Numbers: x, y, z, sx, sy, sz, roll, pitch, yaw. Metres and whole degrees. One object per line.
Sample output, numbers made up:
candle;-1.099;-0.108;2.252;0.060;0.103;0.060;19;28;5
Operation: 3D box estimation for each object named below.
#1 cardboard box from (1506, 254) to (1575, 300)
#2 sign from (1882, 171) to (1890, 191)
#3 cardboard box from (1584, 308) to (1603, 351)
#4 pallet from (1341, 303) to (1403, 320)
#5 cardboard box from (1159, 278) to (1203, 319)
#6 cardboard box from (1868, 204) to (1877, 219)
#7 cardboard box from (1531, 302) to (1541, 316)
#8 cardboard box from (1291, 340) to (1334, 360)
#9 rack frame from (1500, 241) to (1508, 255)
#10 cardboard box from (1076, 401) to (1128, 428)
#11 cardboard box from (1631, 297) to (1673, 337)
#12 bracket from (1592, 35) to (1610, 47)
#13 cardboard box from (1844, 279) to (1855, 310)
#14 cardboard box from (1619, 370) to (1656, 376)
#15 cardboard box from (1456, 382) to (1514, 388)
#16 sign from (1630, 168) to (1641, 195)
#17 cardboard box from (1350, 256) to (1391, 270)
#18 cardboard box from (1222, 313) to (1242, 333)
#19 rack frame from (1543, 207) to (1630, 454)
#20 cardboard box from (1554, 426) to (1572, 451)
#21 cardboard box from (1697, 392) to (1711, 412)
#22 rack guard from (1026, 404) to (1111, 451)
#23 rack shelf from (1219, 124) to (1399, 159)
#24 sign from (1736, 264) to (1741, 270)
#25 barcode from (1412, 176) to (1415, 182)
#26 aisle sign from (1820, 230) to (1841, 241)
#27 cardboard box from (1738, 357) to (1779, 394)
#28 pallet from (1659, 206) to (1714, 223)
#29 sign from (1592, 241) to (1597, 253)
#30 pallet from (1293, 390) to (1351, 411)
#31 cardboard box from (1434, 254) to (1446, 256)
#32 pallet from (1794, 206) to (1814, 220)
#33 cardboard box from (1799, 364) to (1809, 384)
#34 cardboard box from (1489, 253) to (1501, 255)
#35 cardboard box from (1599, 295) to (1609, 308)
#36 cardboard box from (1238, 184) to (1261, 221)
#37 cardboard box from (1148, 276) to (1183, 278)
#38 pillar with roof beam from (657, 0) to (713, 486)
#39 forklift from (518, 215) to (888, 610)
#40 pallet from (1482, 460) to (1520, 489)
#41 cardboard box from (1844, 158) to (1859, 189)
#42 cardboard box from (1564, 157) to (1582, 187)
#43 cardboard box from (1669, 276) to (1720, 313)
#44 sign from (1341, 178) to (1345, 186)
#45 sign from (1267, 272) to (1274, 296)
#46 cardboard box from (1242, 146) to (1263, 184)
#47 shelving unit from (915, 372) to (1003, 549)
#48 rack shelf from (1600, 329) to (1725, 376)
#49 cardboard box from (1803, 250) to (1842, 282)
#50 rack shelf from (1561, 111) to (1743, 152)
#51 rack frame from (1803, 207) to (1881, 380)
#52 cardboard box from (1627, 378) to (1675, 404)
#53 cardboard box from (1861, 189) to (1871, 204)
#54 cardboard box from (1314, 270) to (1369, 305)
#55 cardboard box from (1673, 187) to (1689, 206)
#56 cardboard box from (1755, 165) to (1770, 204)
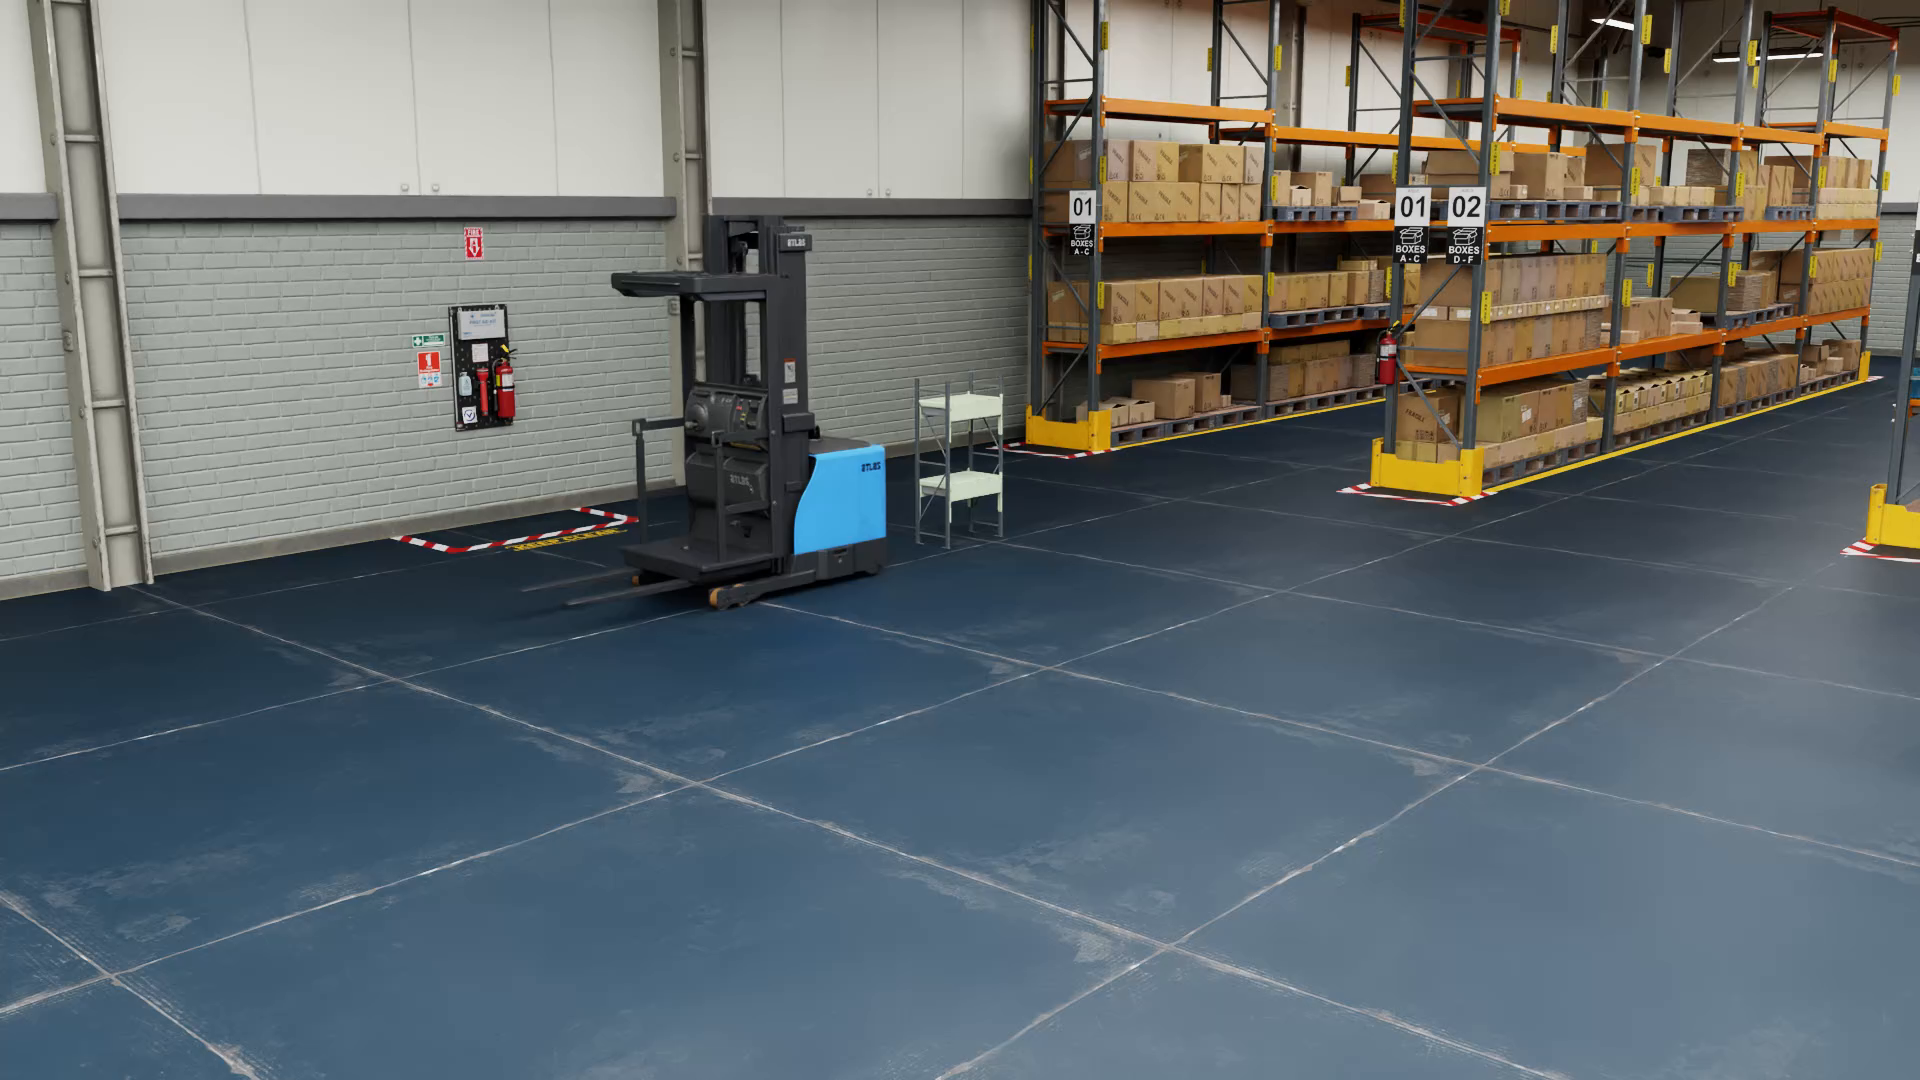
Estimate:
cardboard box;6.736;-3.083;19.458;0.700;0.500;0.500;10;15;40
sign;16.013;-6.208;28.752;0.100;0.325;0.005;10;15;40
cardboard box;7.400;-2.594;20.326;0.700;0.500;0.500;9;15;39
pallet;6.215;-3.627;26.242;1.213;0.211;1.003;10;15;40
cardboard box;2.877;-3.222;22.143;0.500;0.500;0.500;10;15;42
cardboard box;15.468;-5.665;28.678;0.500;0.250;0.500;10;15;40
cardboard box;6.317;-2.610;18.747;0.380;0.149;0.250;10;15;40
cardboard box;5.410;-2.933;25.620;0.500;0.250;0.500;10;15;40
rack frame;9.246;-4.428;29.764;1.000;3.000;0.127;10;15;40
cardboard box;1.849;-1.650;21.596;0.500;0.311;0.500;8;14;34
cardboard box;9.233;-3.000;22.357;0.500;0.500;0.500;9;14;37
bracket;13.011;-10.126;33.783;0.235;0.232;0.430;10;15;40
cardboard box;14.845;-4.176;28.242;0.500;0.500;0.500;10;15;41
cardboard box;9.422;-2.215;23.199;0.500;0.311;0.500;9;15;39
cardboard box;6.158;-1.588;19.576;0.500;0.500;0.500;10;15;40
sign;8.106;-4.303;19.957;0.100;0.325;0.005;10;15;40
cardboard box;6.710;-4.513;27.205;0.500;0.250;0.500;10;15;42
cardboard box;3.545;-3.007;22.977;0.500;0.250;0.500;10;15;41
rack frame;7.688;-2.612;20.667;1.000;3.000;0.127;10;15;40
cardboard box;6.890;-1.225;19.672;0.500;0.250;0.500;10;15;40
cardboard box;10.165;-1.949;23.296;0.500;0.250;0.500;10;15;42
rack guard;1.374;-1.448;21.225;1.175;0.500;0.348;10;15;40
rack shelf;5.285;-5.939;24.866;1.077;0.370;4.000;10;15;40
sign;12.556;-4.282;26.821;0.100;0.325;0.005;10;15;40
barcode;4.885;-3.885;17.904;0.001;0.075;0.075;10;15;40
aisle sign;15.434;-5.700;29.492;0.394;0.787;0.004;10;15;40
cardboard box;12.195;-2.524;25.485;0.500;0.500;0.500;10;15;41
pallet;9.212;-4.302;21.955;1.003;0.211;1.213;11;16;43
sign;12.284;-5.629;32.212;0.100;0.325;0.005;10;15;40
pallet;5.283;-2.179;25.621;1.003;0.211;1.213;10;15;40
cardboard box;8.112;-4.675;28.018;0.500;0.250;0.500;9;15;39
pallet;12.486;-5.080;25.850;1.213;0.211;1.003;10;15;40
cardboard box;13.409;-2.720;26.949;0.500;0.311;0.500;10;15;40
cardboard box;9.129;-4.899;29.140;0.500;0.250;0.500;10;15;42
cardboard box;7.670;-2.911;20.255;0.380;0.149;0.250;10;15;40
cardboard box;3.815;-4.675;23.031;0.500;0.500;0.500;10;15;42
cardboard box;2.820;-3.365;22.857;0.500;0.500;0.500;10;15;42
pillar with roof beam;0.410;-4.380;14.206;9.100;9.000;0.400;10;15;40
forklift;-1.979;-1.021;12.877;1.130;2.935;3.031;11;15;42
pallet;5.521;-0.774;18.584;1.003;0.211;1.213;10;15;40
cardboard box;14.639;-6.160;27.965;0.700;0.500;0.500;10;15;40
cardboard box;7.158;-4.366;20.108;0.500;0.500;0.500;-11;15;-43
cardboard box;10.660;-3.562;24.099;0.700;0.500;0.500;4;12;21
sign;6.194;-5.676;26.830;0.100;0.325;0.005;10;15;40
sign;4.377;-3.607;23.440;0.100;0.325;0.005;10;15;40
cardboard box;3.838;-5.163;22.923;0.500;0.500;0.500;8;14;36
shelving unit;-0.004;-0.734;15.098;0.431;1.500;0.755;10;15;40
rack shelf;9.008;-2.553;22.211;1.077;0.370;4.000;10;15;40
cardboard box;14.171;-4.512;27.376;0.500;0.500;0.500;9;15;39
rack shelf;9.008;-5.299;21.662;1.077;0.370;4.000;10;15;40
rack frame;15.610;-4.377;29.506;1.000;3.000;0.127;10;15;40
cardboard box;9.162;-1.999;22.117;0.500;0.311;0.500;10;15;42
cardboard box;15.132;-5.837;28.266;0.500;0.250;0.500;10;15;40
cardboard box;5.954;-3.949;25.983;0.700;0.500;0.500;8;14;35
cardboard box;9.353;-4.567;22.111;0.500;0.250;0.500;9;15;39
cardboard box;11.703;-5.302;24.898;0.600;0.600;0.600;9;14;38
